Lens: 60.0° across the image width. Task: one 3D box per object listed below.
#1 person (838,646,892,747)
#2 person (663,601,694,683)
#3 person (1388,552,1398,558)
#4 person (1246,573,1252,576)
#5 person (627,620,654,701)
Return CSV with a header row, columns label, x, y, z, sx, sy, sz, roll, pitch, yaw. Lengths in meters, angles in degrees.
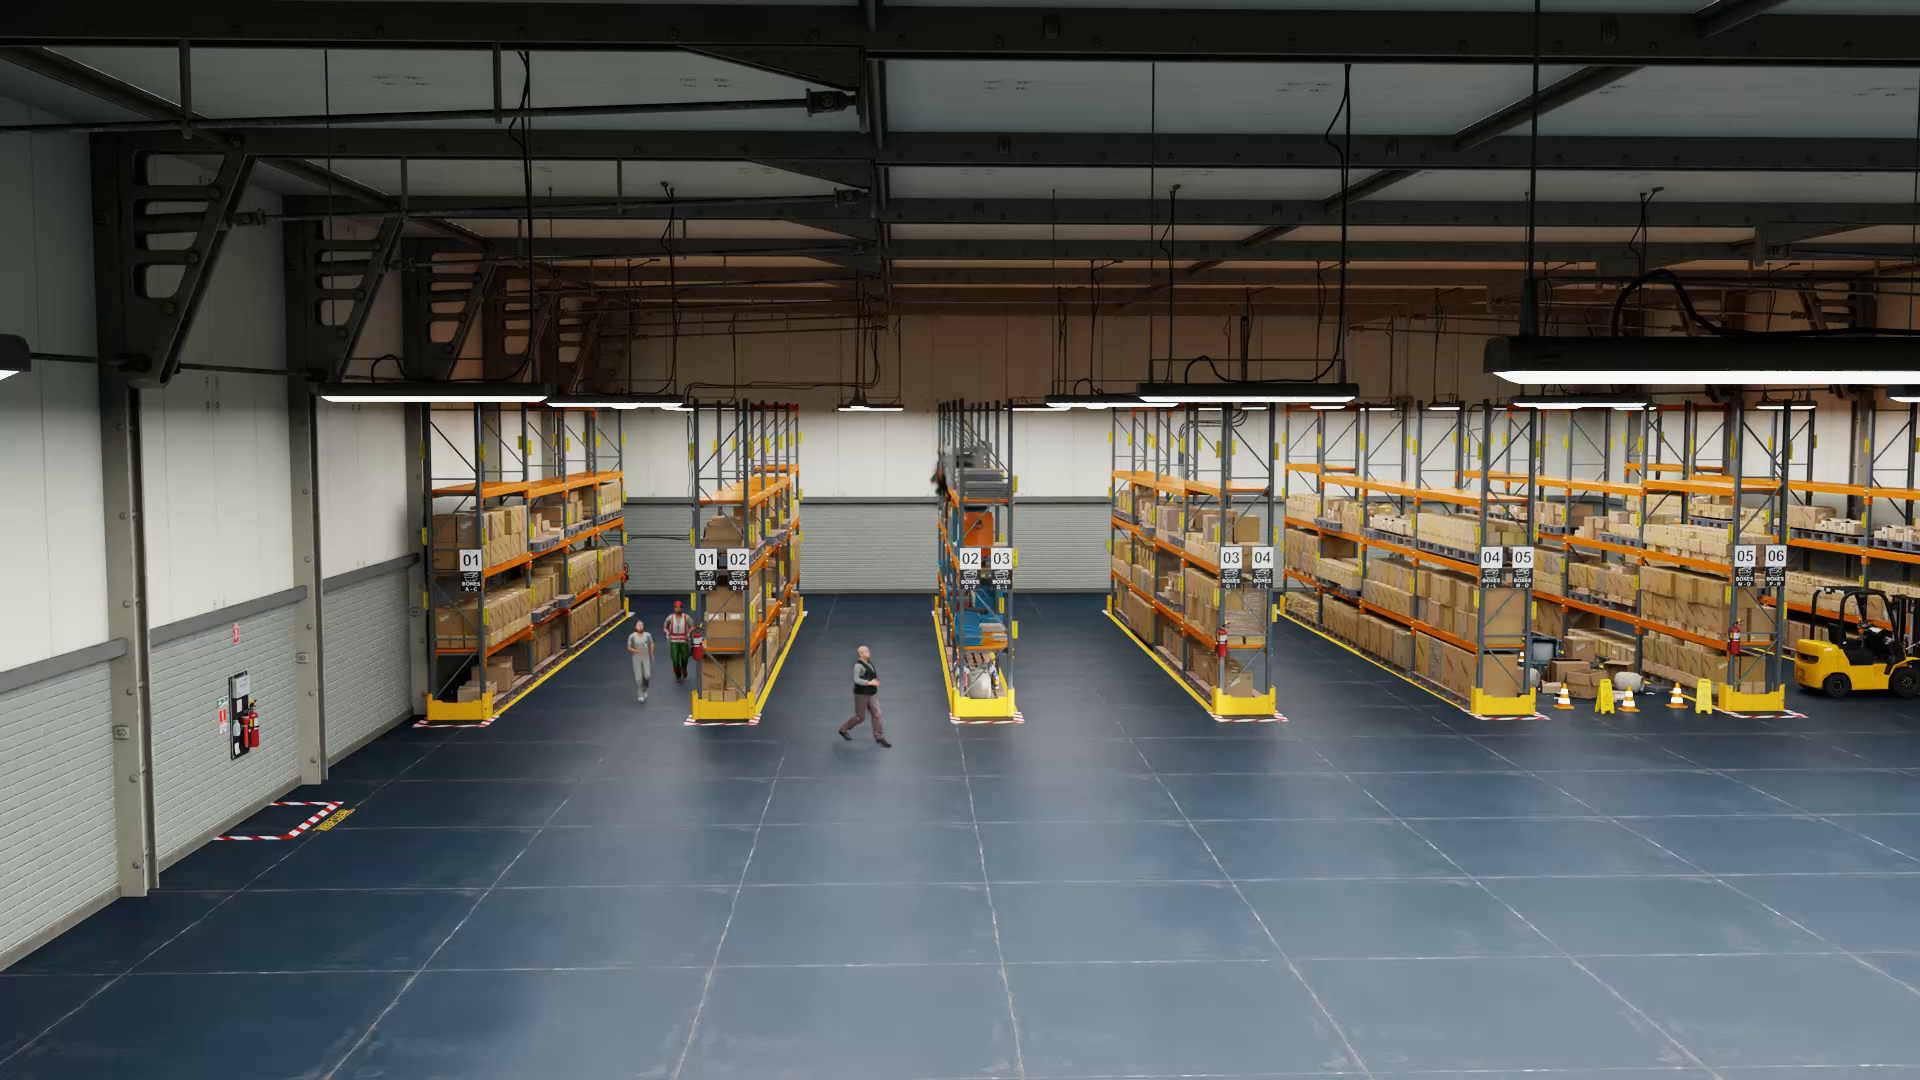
label,x,y,z,sx,sy,sz,roll,pitch,yaw
person,-1.641,2.684,28.626,0.963,1.735,0.672,2,5,25
person,-5.980,2.166,35.372,0.648,1.737,0.614,-1,4,-8
person,12.848,1.178,49.183,0.602,1.668,0.633,0,4,6
person,7.979,1.367,46.676,0.555,1.641,0.627,1,4,12
person,-6.316,2.394,33.004,0.549,1.633,0.579,-1,5,-18
